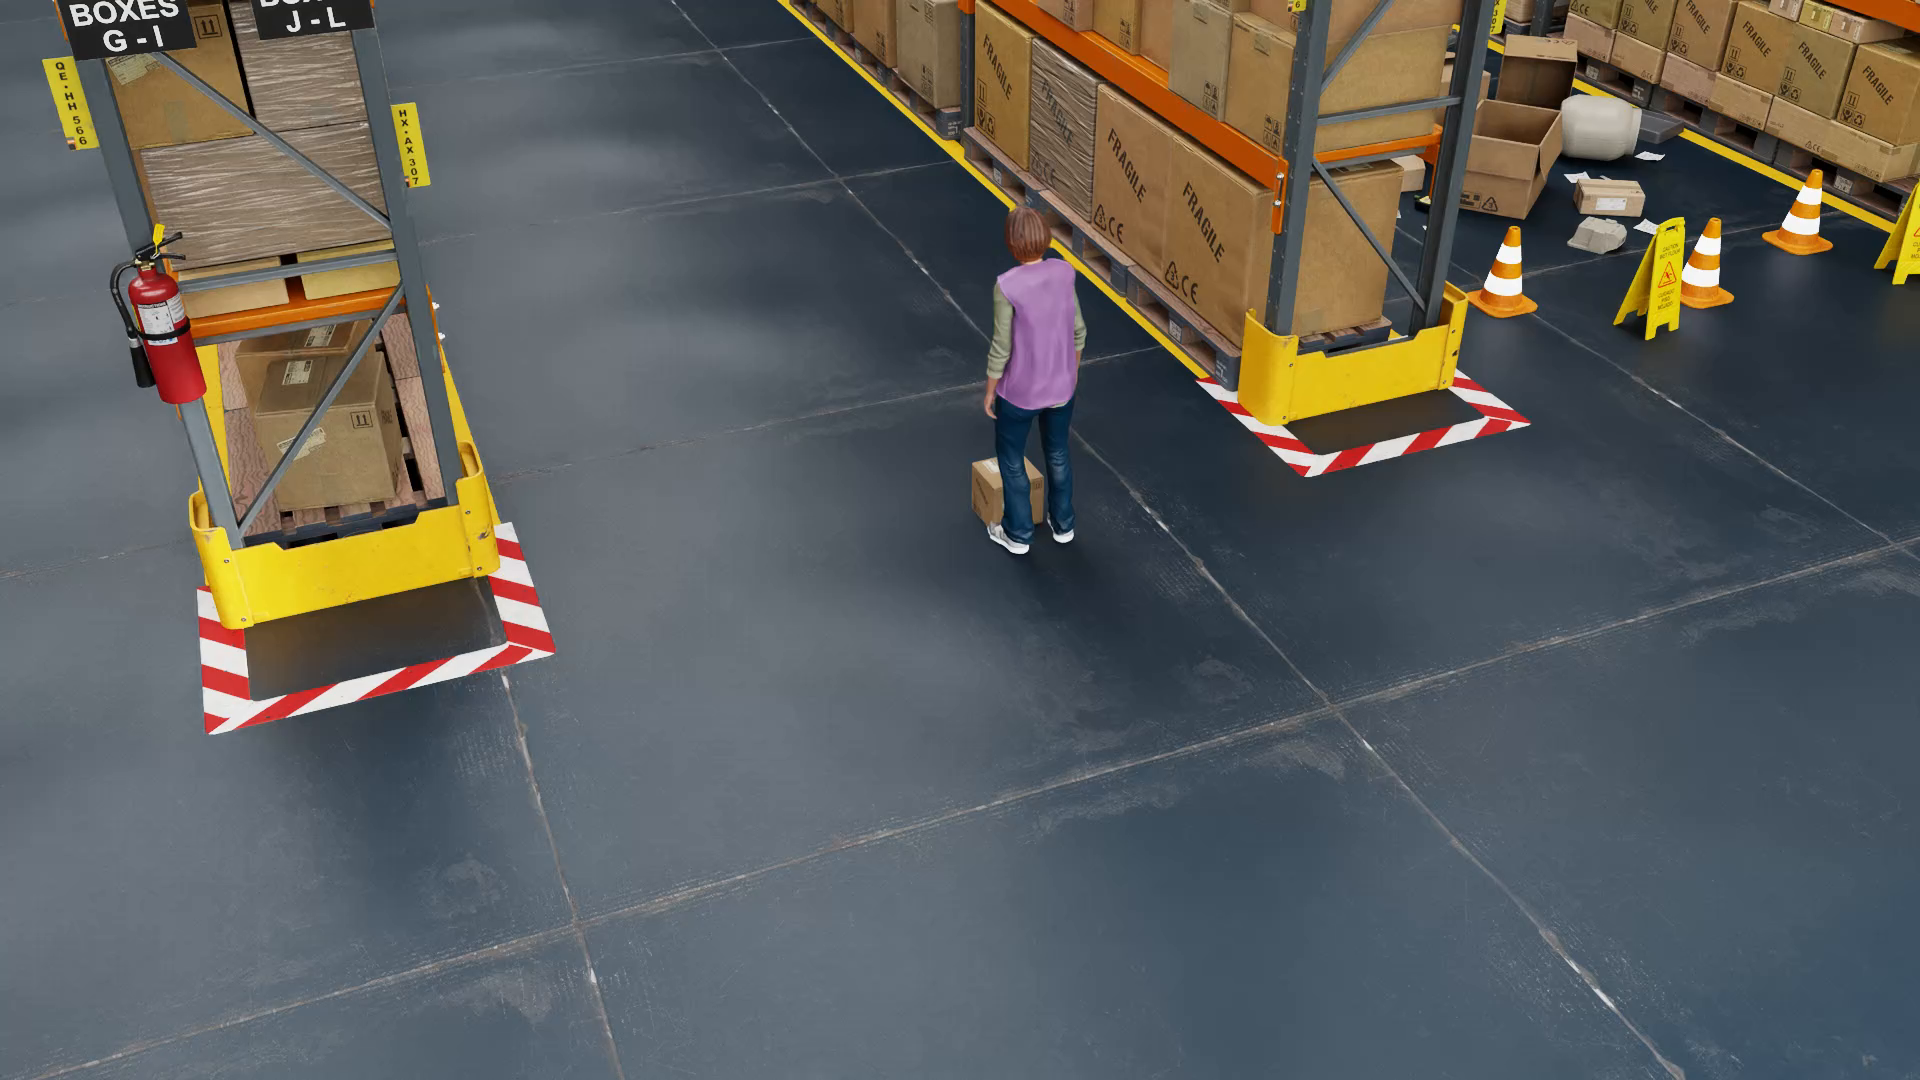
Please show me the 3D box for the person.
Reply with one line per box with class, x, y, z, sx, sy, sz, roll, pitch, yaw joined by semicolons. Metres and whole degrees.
person;0.318;-0.654;7.126;0.477;1.591;0.347;-15;37;-21
